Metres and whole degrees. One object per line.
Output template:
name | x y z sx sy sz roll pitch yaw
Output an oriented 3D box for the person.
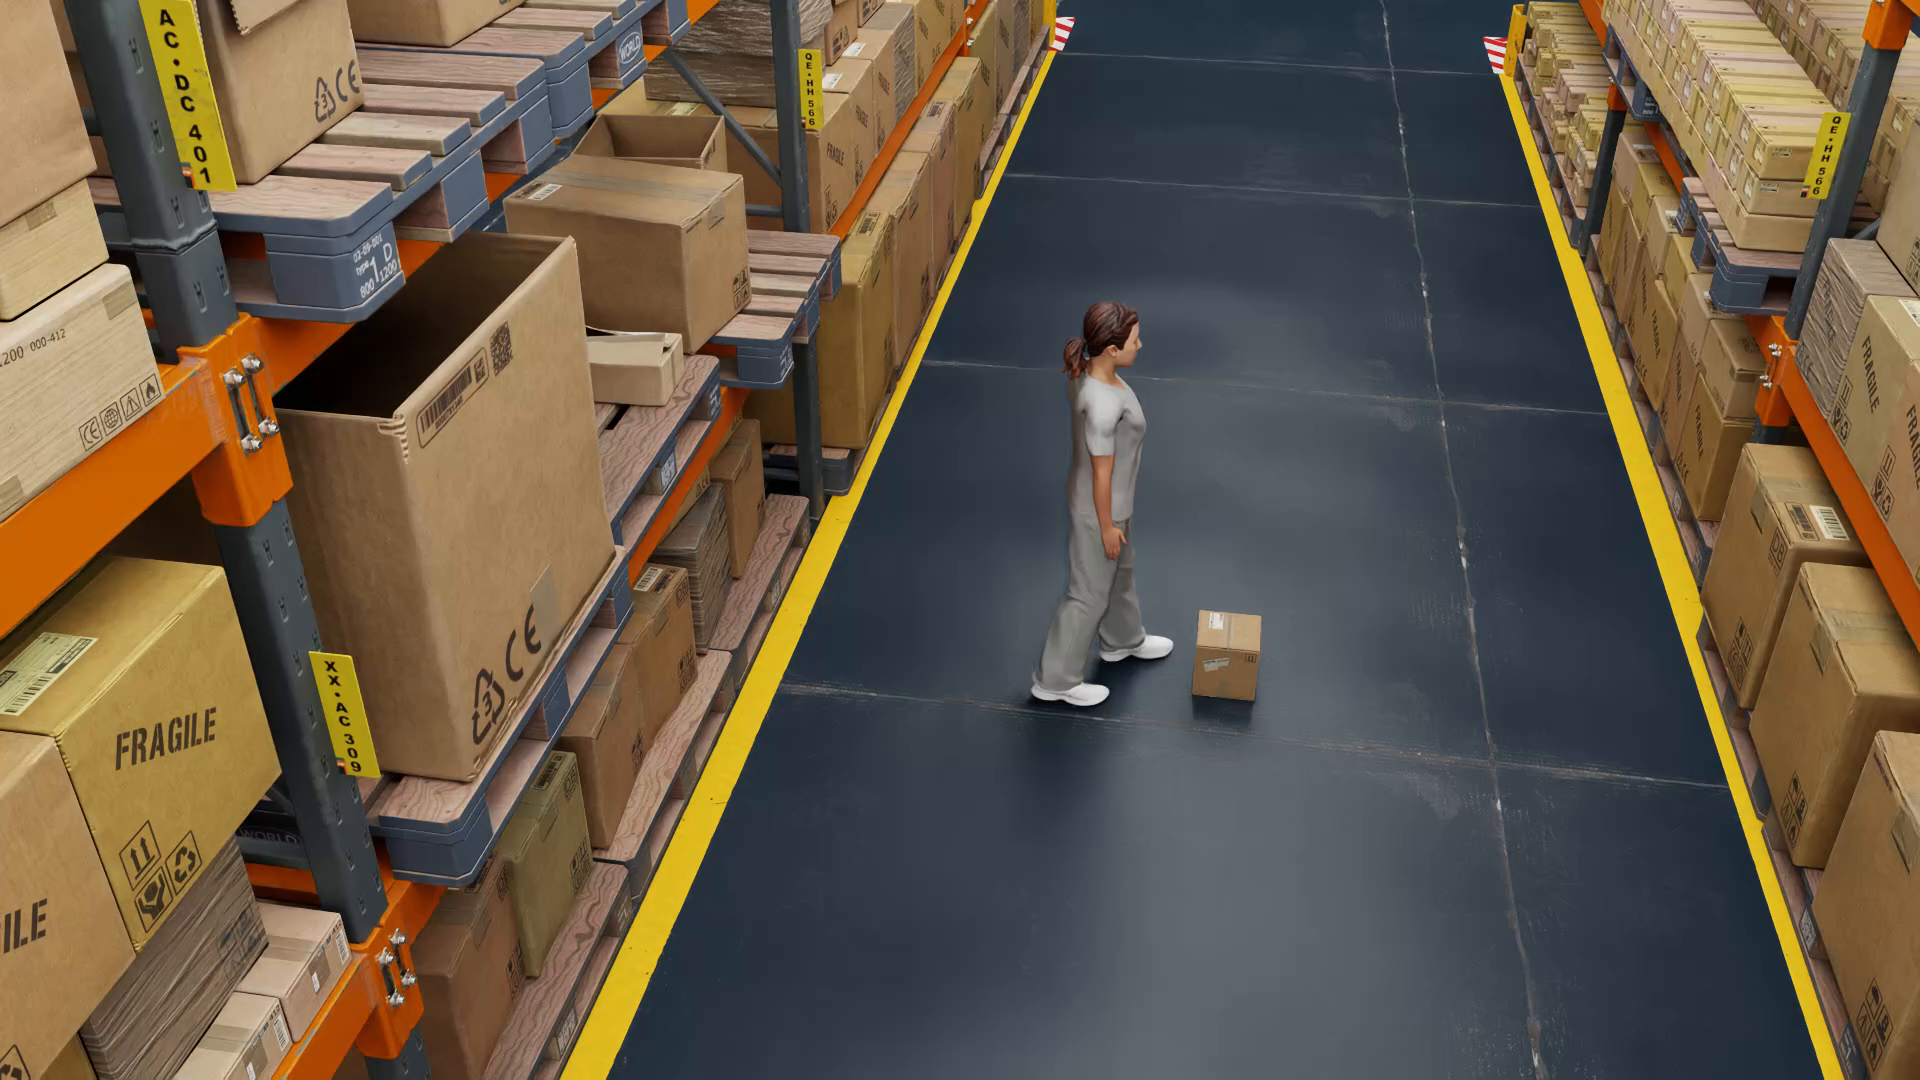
person | 0.587 -0.144 6.358 0.624 1.672 0.460 -3 33 -4
